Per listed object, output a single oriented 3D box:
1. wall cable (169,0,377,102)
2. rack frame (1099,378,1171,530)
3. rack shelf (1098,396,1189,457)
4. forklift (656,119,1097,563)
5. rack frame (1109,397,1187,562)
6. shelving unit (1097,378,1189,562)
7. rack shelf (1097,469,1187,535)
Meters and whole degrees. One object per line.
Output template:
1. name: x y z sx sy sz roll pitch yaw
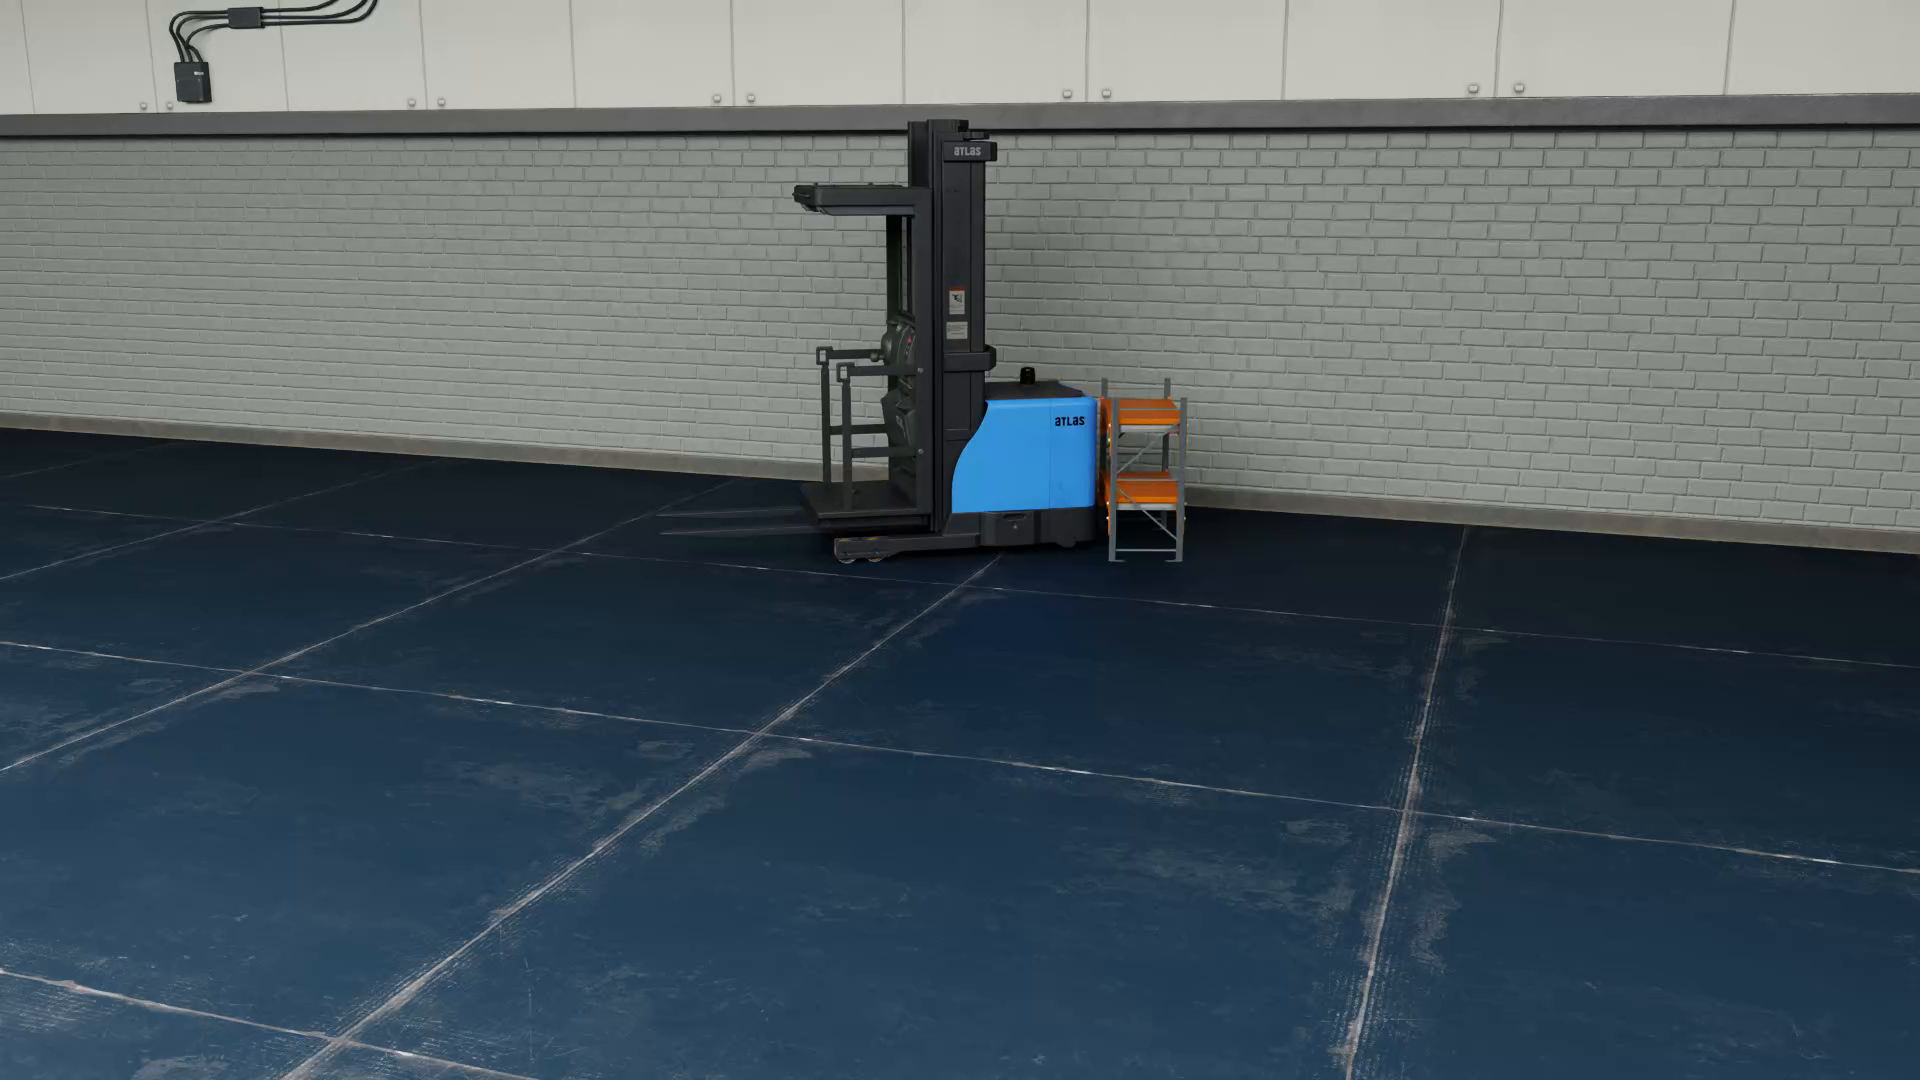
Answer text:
1. wall cable: -6.144 -6.910 14.396 2.305 6.003 0.169 4 14 18
2. rack frame: 1.281 -0.630 12.222 0.500 1.125 0.032 0 13 1
3. rack shelf: 1.274 -0.803 11.661 0.538 0.278 1.000 0 13 1
4. forklift: -0.608 -1.399 11.529 3.031 2.935 1.130 -3 13 -12
5. rack frame: 1.267 -0.404 11.230 0.500 1.125 0.032 0 13 1
6. shelving unit: 1.274 -0.517 11.726 0.538 1.125 1.048 0 13 1
7. rack shelf: 1.274 -0.279 11.780 0.538 0.278 1.000 0 13 1
